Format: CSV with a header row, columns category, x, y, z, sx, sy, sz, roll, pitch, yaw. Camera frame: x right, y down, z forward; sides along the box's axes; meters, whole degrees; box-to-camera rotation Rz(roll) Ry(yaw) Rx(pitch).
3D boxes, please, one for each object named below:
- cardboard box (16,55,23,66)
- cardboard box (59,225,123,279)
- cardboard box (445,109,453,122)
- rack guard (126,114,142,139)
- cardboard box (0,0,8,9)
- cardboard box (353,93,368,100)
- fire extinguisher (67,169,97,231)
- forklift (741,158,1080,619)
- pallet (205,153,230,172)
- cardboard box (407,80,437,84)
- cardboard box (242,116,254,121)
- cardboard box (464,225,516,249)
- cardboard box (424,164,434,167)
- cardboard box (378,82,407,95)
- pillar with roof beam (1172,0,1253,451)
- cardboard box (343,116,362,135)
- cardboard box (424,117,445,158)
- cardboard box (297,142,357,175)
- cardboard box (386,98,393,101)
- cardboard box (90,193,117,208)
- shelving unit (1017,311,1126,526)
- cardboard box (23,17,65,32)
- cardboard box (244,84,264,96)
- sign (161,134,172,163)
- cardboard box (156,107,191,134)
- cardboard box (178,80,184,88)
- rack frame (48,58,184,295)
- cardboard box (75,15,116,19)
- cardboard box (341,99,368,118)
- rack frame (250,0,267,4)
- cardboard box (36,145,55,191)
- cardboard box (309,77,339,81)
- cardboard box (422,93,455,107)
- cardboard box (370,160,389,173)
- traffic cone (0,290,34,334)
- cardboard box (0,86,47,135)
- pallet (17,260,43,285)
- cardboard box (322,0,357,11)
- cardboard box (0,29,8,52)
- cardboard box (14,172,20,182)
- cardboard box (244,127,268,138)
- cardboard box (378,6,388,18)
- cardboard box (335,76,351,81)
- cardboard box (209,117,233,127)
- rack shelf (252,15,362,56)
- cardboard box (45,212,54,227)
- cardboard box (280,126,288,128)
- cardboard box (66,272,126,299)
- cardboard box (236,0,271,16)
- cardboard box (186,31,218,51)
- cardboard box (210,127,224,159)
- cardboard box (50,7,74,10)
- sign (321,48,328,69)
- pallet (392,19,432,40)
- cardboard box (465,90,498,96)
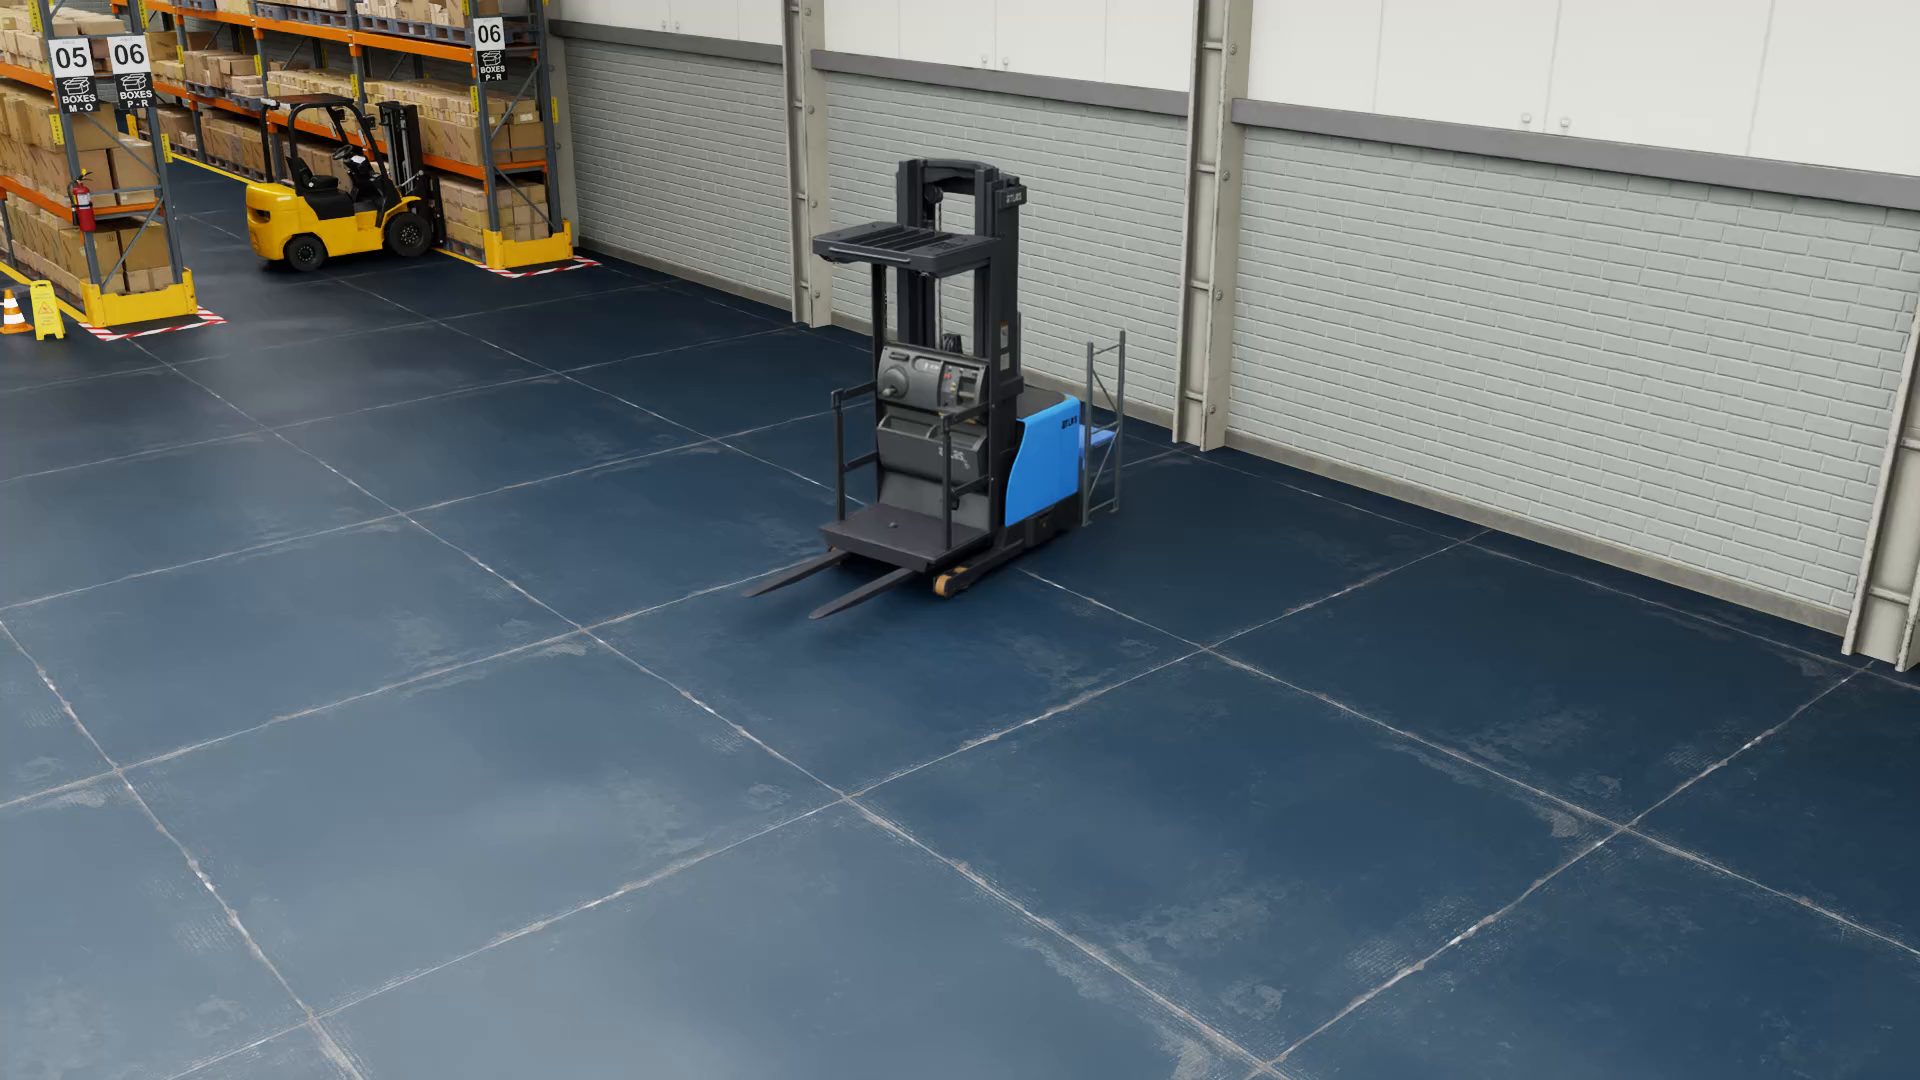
category,x,y,z,sx,sy,sz,roll,pitch,yaw
cardboard box,-10.886,-5.684,19.615,0.380,0.149,0.250,-18,28,-39
cardboard box,-10.347,-3.436,19.809,0.500,0.500,0.500,-17,27,-37
cardboard box,-6.773,-5.793,22.636,0.380,0.149,0.250,-18,27,-38
rack guard,-16.263,-8.430,33.822,1.175,0.500,0.348,-17,27,-37
cardboard box,-12.712,-7.002,21.580,0.500,0.250,0.500,-17,27,-36
cardboard box,-8.871,-6.690,24.925,0.380,0.149,0.250,-16,27,-36
fire extinguisher,-9.901,-3.835,18.768,0.296,0.674,0.183,-17,27,-37
forklift,-0.333,-1.150,11.902,1.130,2.935,3.031,15,26,34
pallet,-13.142,-6.996,30.556,1.003,0.211,1.213,-17,27,-37
cardboard box,-7.910,-6.691,24.521,0.380,0.149,0.250,-18,28,-39
cardboard box,-12.902,-7.674,30.427,0.380,0.149,0.250,-17,27,-37
cardboard box,-6.415,-4.165,22.698,0.500,0.250,0.500,-17,27,-37
cardboard box,-7.670,-5.454,24.620,0.500,0.250,0.500,-18,28,-38
cardboard box,-8.244,-6.582,24.241,0.380,0.149,0.250,-17,27,-37
pillar with roof beam,-1.069,-4.055,10.997,9.100,9.000,0.400,-17,27,-37
cardboard box,-9.007,-6.307,25.179,0.500,0.250,0.500,-17,27,-36
cardboard box,-7.055,-5.602,23.036,0.500,0.500,0.500,-18,28,-38
cardboard box,-10.261,-6.141,27.229,0.875,0.625,0.625,-16,27,-36
cardboard box,-8.005,-6.275,23.867,0.380,0.149,0.250,-17,27,-36
cardboard box,-10.033,-3.947,19.294,0.380,0.149,0.250,-16,27,-36
shelving unit,0.740,-0.995,13.469,1.048,1.500,0.538,16,26,35
cardboard box,-10.517,-5.915,19.111,0.380,0.149,0.250,-17,27,-37
cardboard box,-11.810,-7.574,27.976,0.380,0.149,0.250,-17,27,-36
sign,-9.216,-4.544,19.286,0.100,0.325,0.005,-17,27,-37
cardboard box,-15.457,-8.210,32.684,0.700,0.500,0.500,-16,27,-35
cardboard box,-14.287,-8.488,30.886,0.380,0.149,0.250,-17,27,-36
rack frame,-9.627,-4.012,19.114,1.000,3.000,0.127,-17,27,-37
cardboard box,-10.104,-6.046,19.447,0.380,0.149,0.250,-18,27,-38
cardboard box,-8.994,-6.538,25.083,0.500,0.250,0.500,-18,28,-39
rack frame,-11.091,-10.198,26.683,1.000,3.000,0.127,-17,27,-37
cardboard box,-10.513,-4.421,19.613,0.500,0.500,0.500,-17,27,-37
cardboard box,-10.012,-7.192,26.208,0.380,0.149,0.250,-17,27,-37
cardboard box,-7.171,-6.059,22.907,0.380,0.149,0.250,-17,27,-36
cardboard box,-8.402,-5.472,24.666,0.500,0.250,0.500,-18,28,-38
traffic cone,-10.884,-2.643,19.096,0.336,0.463,0.334,-17,27,-37
cardboard box,-11.490,-5.303,20.495,0.700,0.500,0.500,-18,28,-39
pallet,-11.772,-3.642,21.992,1.003,0.211,1.213,-17,27,-37
cardboard box,-9.137,-8.039,24.692,0.500,0.311,0.500,-19,28,-39
cardboard box,-11.166,-5.975,19.811,0.500,0.250,0.500,-17,27,-37
cardboard box,-11.739,-4.637,21.053,0.380,0.149,0.250,-16,27,-36
cardboard box,-12.246,-7.119,29.008,0.380,0.149,0.250,-18,28,-38
cardboard box,-7.915,-7.413,23.316,0.380,0.149,0.250,-16,27,-36
cardboard box,-9.708,-7.292,26.463,0.380,0.149,0.250,-16,27,-36
cardboard box,-13.430,-7.623,30.297,0.380,0.149,0.250,-18,28,-39
rack shelf,-9.785,-7.914,25.950,1.077,0.370,4.000,-17,27,-37
cardboard box,-10.799,-3.893,20.088,0.380,0.149,0.250,-17,27,-37
cardboard box,-11.678,-7.184,29.174,0.380,0.149,0.250,-19,28,-40
cardboard box,-10.374,-3.093,19.963,0.500,0.250,0.500,-18,27,-38
cardboard box,-11.610,-8.816,27.472,0.500,0.250,0.500,-19,28,-39
cardboard box,-14.472,-9.403,31.647,0.500,0.500,0.500,-18,28,-39
cardboard box,-13.201,-7.210,30.130,0.500,0.500,0.500,-18,28,-38
cardboard box,-11.267,-6.545,20.720,0.380,0.149,0.250,-16,27,-36
sign,-10.672,-8.077,27.906,0.100,0.325,0.005,-17,27,-37
pallet,-7.111,-7.089,22.978,1.003,0.211,1.213,-17,27,-37
cardboard box,-6.692,-6.210,23.292,0.380,0.149,0.250,-18,28,-39
